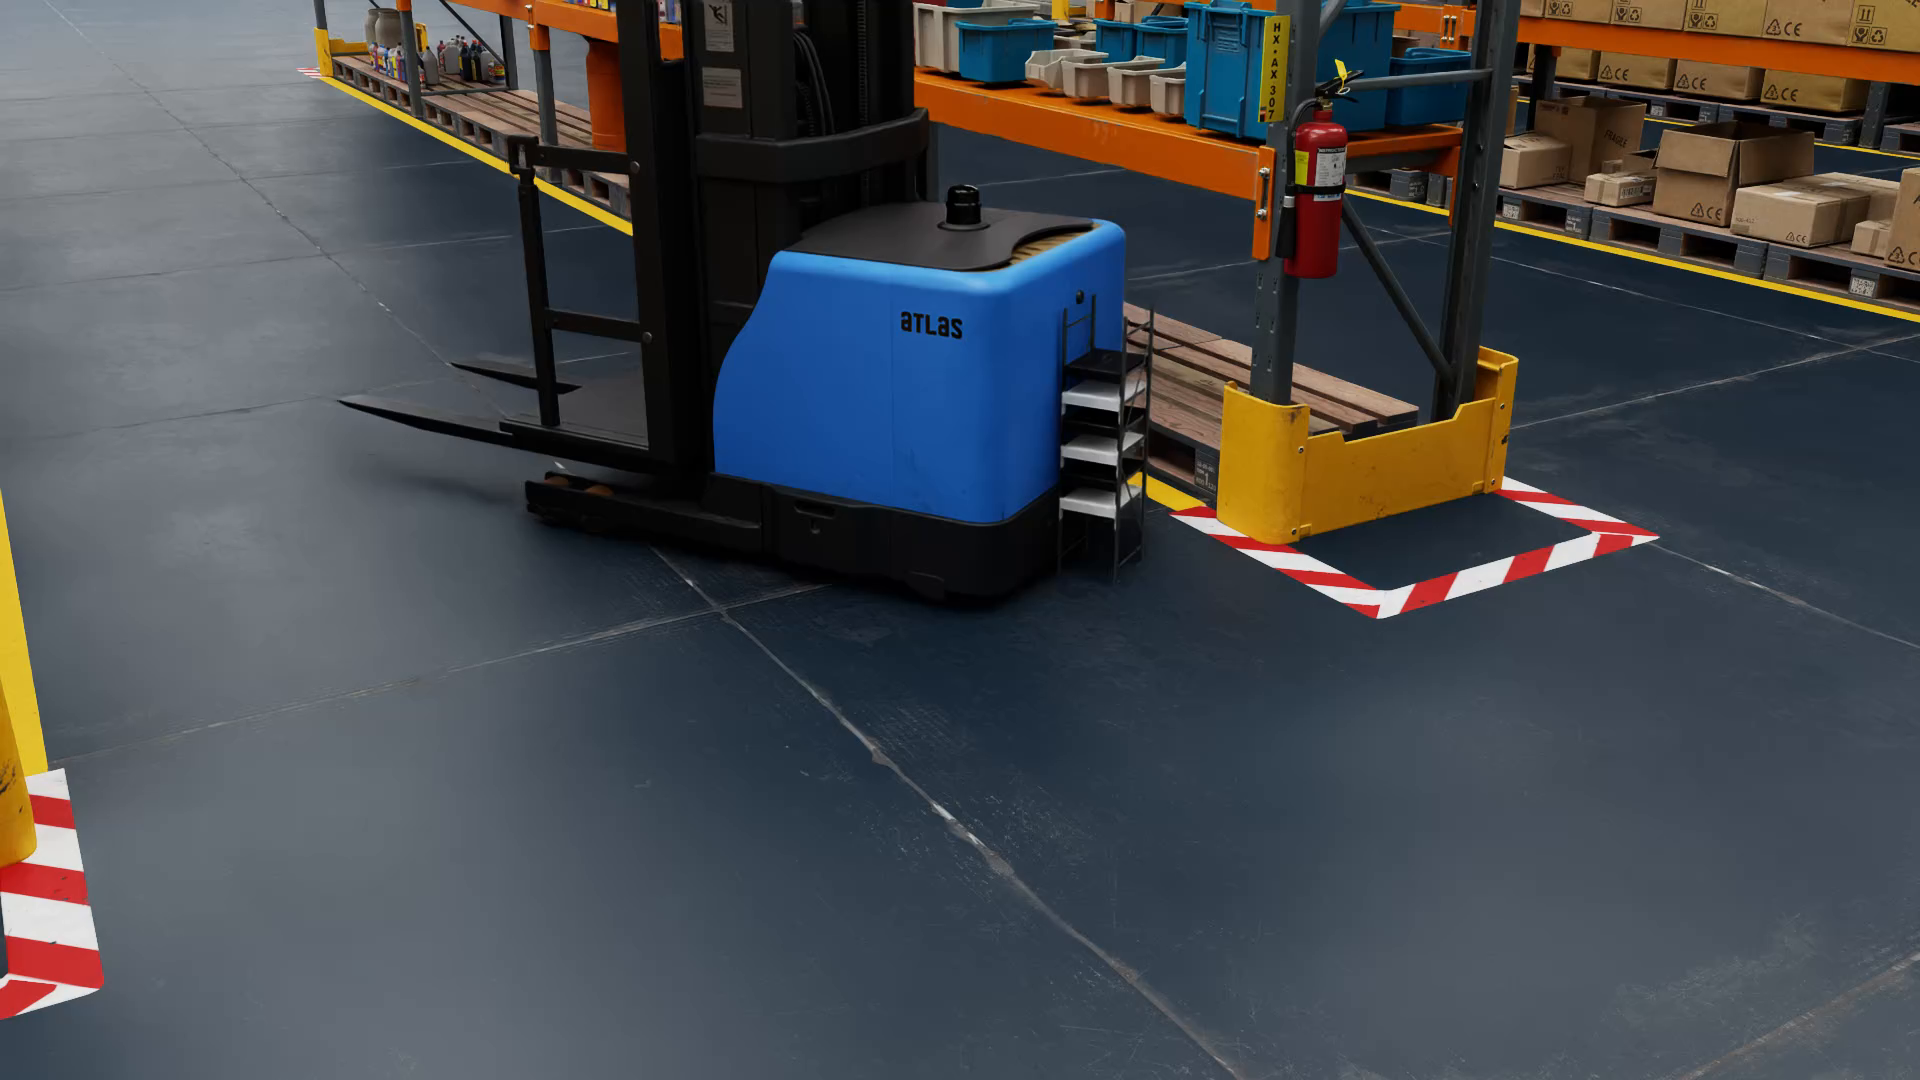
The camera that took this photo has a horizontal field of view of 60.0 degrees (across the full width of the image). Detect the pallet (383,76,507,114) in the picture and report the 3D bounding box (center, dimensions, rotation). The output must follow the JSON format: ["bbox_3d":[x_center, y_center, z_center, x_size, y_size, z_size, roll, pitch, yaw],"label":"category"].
[{"bbox_3d":[-4.970,-4.354,16.243,1.003,0.211,1.213,-13,25,-28],"label":"pallet"}]

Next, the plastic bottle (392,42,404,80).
[{"bbox_3d":[-5.503,-4.717,16.366,0.144,0.351,0.185,-13,25,-29],"label":"plastic bottle"}]

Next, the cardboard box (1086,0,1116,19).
[{"bbox_3d":[2.087,-7.338,22.868,0.500,0.311,0.500,-16,27,-34],"label":"cardboard box"}]

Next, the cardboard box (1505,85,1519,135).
[{"bbox_3d":[3.646,-3.032,12.022,0.500,0.500,0.500,-14,26,-31],"label":"cardboard box"}]

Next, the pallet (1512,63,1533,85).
[{"bbox_3d":[5.500,-4.993,17.814,1.003,0.211,1.213,-13,25,-28],"label":"pallet"}]

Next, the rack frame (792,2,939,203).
[{"bbox_3d":[-0.576,-2.831,8.792,1.000,3.000,0.127,-13,25,-28],"label":"rack frame"}]

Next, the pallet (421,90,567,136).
[{"bbox_3d":[-4.228,-3.882,15.082,1.003,0.211,1.213,-13,25,-28],"label":"pallet"}]

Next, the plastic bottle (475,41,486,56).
[{"bbox_3d":[-4.718,-4.738,16.419,0.144,0.351,0.185,-12,25,-27],"label":"plastic bottle"}]

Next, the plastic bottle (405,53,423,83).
[{"bbox_3d":[-5.240,-4.550,15.956,0.144,0.351,0.185,-13,26,-30],"label":"plastic bottle"}]

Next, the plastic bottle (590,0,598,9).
[{"bbox_3d":[-2.411,-3.667,11.006,0.061,0.283,0.133,-13,25,-28],"label":"plastic bottle"}]

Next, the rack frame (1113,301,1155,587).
[{"bbox_3d":[0.560,-0.304,5.364,0.006,0.900,0.240,11,25,26],"label":"rack frame"}]

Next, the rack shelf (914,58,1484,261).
[{"bbox_3d":[0.445,-1.850,7.335,1.077,0.370,4.000,-13,25,-28],"label":"rack shelf"}]

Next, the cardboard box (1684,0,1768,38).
[{"bbox_3d":[4.489,-3.119,9.370,0.500,0.500,0.500,-13,25,-29],"label":"cardboard box"}]

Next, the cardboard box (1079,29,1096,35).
[{"bbox_3d":[1.350,-4.652,15.623,0.500,0.311,0.500,-13,26,-30],"label":"cardboard box"}]

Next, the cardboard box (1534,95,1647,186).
[{"bbox_3d":[4.219,-2.698,11.202,0.500,0.500,0.500,-13,25,-28],"label":"cardboard box"}]

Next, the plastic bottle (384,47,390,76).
[{"bbox_3d":[-5.718,-4.799,16.675,0.097,0.271,0.097,0,22,0],"label":"plastic bottle"}]

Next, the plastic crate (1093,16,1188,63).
[{"bbox_3d":[0.798,-2.153,7.267,0.416,0.233,0.300,-13,25,-28],"label":"plastic crate"}]

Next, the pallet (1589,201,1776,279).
[{"bbox_3d":[4.661,-1.873,10.139,1.003,0.211,1.213,-13,25,-28],"label":"pallet"}]

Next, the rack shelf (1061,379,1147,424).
[{"bbox_3d":[0.471,-0.458,5.354,0.200,0.077,0.258,11,25,26],"label":"rack shelf"}]

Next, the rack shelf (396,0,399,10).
[{"bbox_3d":[-5.684,-5.735,16.892,1.077,0.370,4.000,-13,25,-28],"label":"rack shelf"}]

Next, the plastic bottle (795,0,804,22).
[{"bbox_3d":[-0.958,-3.296,10.102,0.152,0.276,0.135,-13,25,-28],"label":"plastic bottle"}]

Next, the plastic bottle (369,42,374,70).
[{"bbox_3d":[-6.048,-5.008,17.189,0.097,0.271,0.097,0,22,0],"label":"plastic bottle"}]

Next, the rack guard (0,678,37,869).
[{"bbox_3d":[-2.779,0.582,3.715,1.175,0.500,0.348,-13,25,-28],"label":"rack guard"}]

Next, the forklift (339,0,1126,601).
[{"bbox_3d":[-0.971,-1.544,5.718,3.031,2.935,1.130,11,25,26],"label":"forklift"}]

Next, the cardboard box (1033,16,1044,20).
[{"bbox_3d":[0.575,-5.147,16.841,0.500,0.311,0.500,-13,25,-28],"label":"cardboard box"}]

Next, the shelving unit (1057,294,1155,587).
[{"bbox_3d":[0.471,-0.322,5.409,0.210,0.900,0.258,11,25,26],"label":"shelving unit"}]

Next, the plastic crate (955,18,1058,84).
[{"bbox_3d":[0.198,-2.102,7.141,0.416,0.233,0.300,-13,25,-28],"label":"plastic crate"}]

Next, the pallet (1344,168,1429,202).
[{"bbox_3d":[3.236,-2.747,12.289,1.003,0.211,1.213,-13,25,-28],"label":"pallet"}]

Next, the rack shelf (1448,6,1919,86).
[{"bbox_3d":[4.706,-2.802,9.676,1.077,0.370,4.000,-13,25,-28],"label":"rack shelf"}]

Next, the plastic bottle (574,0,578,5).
[{"bbox_3d":[-2.591,-3.757,11.335,0.097,0.201,0.097,0,22,0],"label":"plastic bottle"}]

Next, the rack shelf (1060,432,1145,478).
[{"bbox_3d":[0.471,-0.291,5.422,0.200,0.077,0.258,11,25,26],"label":"rack shelf"}]

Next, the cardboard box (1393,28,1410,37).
[{"bbox_3d":[5.044,-5.645,18.451,0.700,0.500,0.500,-13,25,-29],"label":"cardboard box"}]

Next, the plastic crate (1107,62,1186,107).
[{"bbox_3d":[0.759,-1.767,6.447,0.396,0.136,0.243,-13,25,-28],"label":"plastic crate"}]

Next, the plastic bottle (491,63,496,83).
[{"bbox_3d":[-4.501,-4.548,16.150,0.097,0.201,0.097,0,22,0],"label":"plastic bottle"}]

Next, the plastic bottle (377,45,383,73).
[{"bbox_3d":[-5.873,-4.897,16.916,0.097,0.271,0.097,0,22,0],"label":"plastic bottle"}]

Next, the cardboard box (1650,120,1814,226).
[{"bbox_3d":[4.648,-2.223,10.027,0.797,0.503,0.637,-13,25,-28],"label":"cardboard box"}]

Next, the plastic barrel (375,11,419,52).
[{"bbox_3d":[-6.048,-5.397,17.852,0.421,0.512,0.421,0,22,0],"label":"plastic barrel"}]

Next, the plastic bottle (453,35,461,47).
[{"bbox_3d":[-5.127,-4.997,17.056,0.144,0.351,0.185,-11,25,-26],"label":"plastic bottle"}]

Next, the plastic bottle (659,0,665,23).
[{"bbox_3d":[-1.770,-3.237,10.055,0.097,0.201,0.097,0,22,0],"label":"plastic bottle"}]

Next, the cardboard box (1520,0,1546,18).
[{"bbox_3d":[3.710,-3.611,10.580,0.500,0.500,0.500,-12,25,-27],"label":"cardboard box"}]

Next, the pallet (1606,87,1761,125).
[{"bbox_3d":[6.855,-4.075,15.557,1.003,0.211,1.213,-13,25,-28],"label":"pallet"}]

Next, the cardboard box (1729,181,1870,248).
[{"bbox_3d":[4.778,-1.859,9.470,0.500,0.250,0.500,-13,25,-28],"label":"cardboard box"}]

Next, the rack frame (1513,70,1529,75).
[{"bbox_3d":[5.897,-6.031,16.666,1.000,3.000,0.127,-13,25,-28],"label":"rack frame"}]

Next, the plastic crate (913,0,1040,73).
[{"bbox_3d":[0.045,-2.274,7.500,0.437,0.282,0.530,-13,25,-28],"label":"plastic crate"}]

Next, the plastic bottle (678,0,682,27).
[{"bbox_3d":[-1.568,-3.164,9.777,0.152,0.276,0.135,-13,25,-28],"label":"plastic bottle"}]

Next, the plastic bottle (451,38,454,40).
[{"bbox_3d":[-5.316,-5.116,17.438,0.061,0.283,0.133,-12,25,-27],"label":"plastic bottle"}]

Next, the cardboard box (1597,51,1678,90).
[{"bbox_3d":[6.602,-4.682,15.644,0.750,0.750,0.750,-13,25,-28],"label":"cardboard box"}]

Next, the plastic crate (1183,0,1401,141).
[{"bbox_3d":[1.135,-1.653,5.767,0.616,0.435,0.499,-13,25,-28],"label":"plastic crate"}]

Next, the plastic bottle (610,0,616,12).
[{"bbox_3d":[-2.218,-3.553,10.741,0.097,0.271,0.097,0,22,0],"label":"plastic bottle"}]

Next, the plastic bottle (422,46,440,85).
[{"bbox_3d":[-5.116,-4.578,16.025,0.144,0.351,0.185,-13,25,-28],"label":"plastic bottle"}]

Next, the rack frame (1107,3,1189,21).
[{"bbox_3d":[1.641,-5.077,14.319,1.000,3.000,0.127,-13,25,-28],"label":"rack frame"}]

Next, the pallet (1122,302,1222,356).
[{"bbox_3d":[0.460,-0.913,7.778,1.003,0.211,1.213,-13,25,-28],"label":"pallet"}]
